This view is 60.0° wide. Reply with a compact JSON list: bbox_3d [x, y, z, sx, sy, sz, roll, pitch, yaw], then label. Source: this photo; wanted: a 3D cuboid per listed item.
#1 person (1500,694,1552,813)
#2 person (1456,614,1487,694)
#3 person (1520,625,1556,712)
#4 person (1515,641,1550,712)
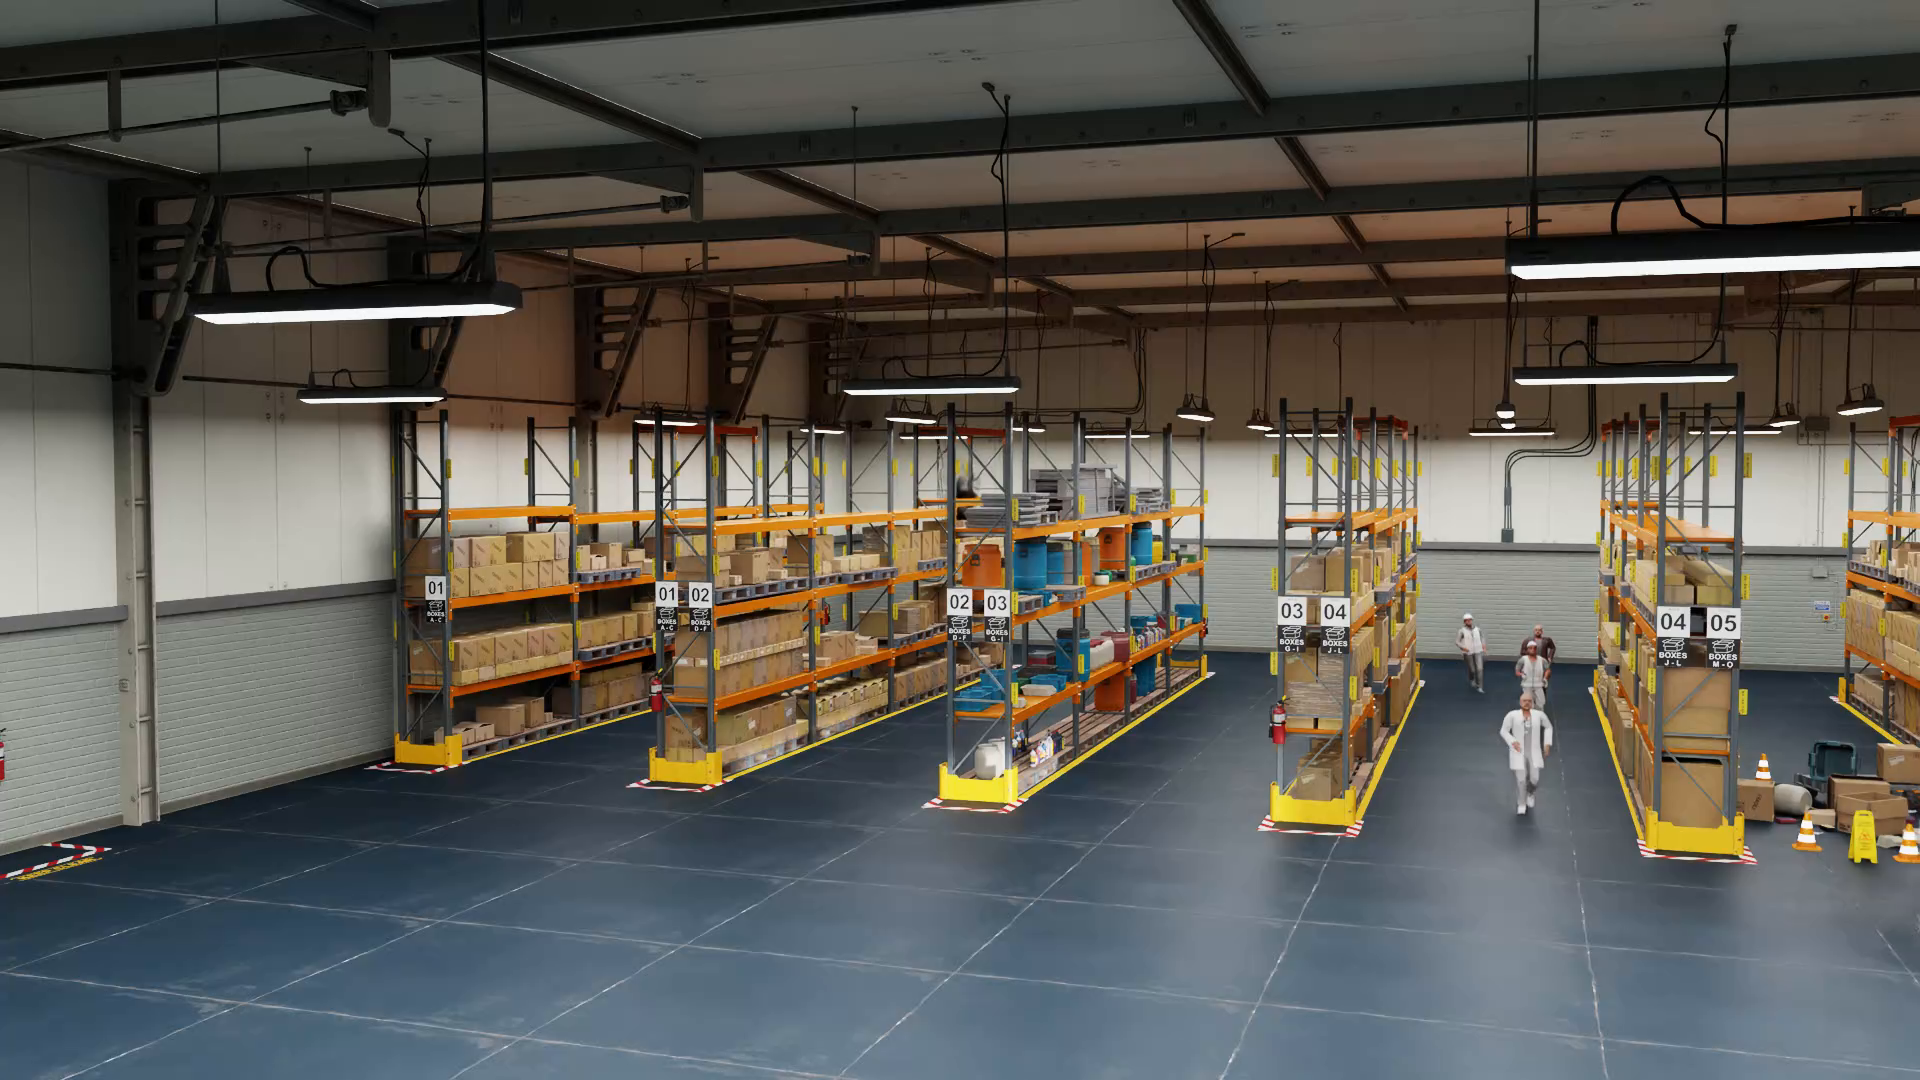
[{"bbox_3d":[8.235,3.099,24.158,0.745,1.739,0.652,0,2,10],"label":"person"},{"bbox_3d":[11.508,2.547,37.385,0.704,1.754,0.731,0,2,2],"label":"person"},{"bbox_3d":[11.816,2.652,34.017,0.687,1.844,0.812,1,3,20],"label":"person"},{"bbox_3d":[10.738,2.776,31.130,0.640,1.750,0.604,1,3,13],"label":"person"}]
